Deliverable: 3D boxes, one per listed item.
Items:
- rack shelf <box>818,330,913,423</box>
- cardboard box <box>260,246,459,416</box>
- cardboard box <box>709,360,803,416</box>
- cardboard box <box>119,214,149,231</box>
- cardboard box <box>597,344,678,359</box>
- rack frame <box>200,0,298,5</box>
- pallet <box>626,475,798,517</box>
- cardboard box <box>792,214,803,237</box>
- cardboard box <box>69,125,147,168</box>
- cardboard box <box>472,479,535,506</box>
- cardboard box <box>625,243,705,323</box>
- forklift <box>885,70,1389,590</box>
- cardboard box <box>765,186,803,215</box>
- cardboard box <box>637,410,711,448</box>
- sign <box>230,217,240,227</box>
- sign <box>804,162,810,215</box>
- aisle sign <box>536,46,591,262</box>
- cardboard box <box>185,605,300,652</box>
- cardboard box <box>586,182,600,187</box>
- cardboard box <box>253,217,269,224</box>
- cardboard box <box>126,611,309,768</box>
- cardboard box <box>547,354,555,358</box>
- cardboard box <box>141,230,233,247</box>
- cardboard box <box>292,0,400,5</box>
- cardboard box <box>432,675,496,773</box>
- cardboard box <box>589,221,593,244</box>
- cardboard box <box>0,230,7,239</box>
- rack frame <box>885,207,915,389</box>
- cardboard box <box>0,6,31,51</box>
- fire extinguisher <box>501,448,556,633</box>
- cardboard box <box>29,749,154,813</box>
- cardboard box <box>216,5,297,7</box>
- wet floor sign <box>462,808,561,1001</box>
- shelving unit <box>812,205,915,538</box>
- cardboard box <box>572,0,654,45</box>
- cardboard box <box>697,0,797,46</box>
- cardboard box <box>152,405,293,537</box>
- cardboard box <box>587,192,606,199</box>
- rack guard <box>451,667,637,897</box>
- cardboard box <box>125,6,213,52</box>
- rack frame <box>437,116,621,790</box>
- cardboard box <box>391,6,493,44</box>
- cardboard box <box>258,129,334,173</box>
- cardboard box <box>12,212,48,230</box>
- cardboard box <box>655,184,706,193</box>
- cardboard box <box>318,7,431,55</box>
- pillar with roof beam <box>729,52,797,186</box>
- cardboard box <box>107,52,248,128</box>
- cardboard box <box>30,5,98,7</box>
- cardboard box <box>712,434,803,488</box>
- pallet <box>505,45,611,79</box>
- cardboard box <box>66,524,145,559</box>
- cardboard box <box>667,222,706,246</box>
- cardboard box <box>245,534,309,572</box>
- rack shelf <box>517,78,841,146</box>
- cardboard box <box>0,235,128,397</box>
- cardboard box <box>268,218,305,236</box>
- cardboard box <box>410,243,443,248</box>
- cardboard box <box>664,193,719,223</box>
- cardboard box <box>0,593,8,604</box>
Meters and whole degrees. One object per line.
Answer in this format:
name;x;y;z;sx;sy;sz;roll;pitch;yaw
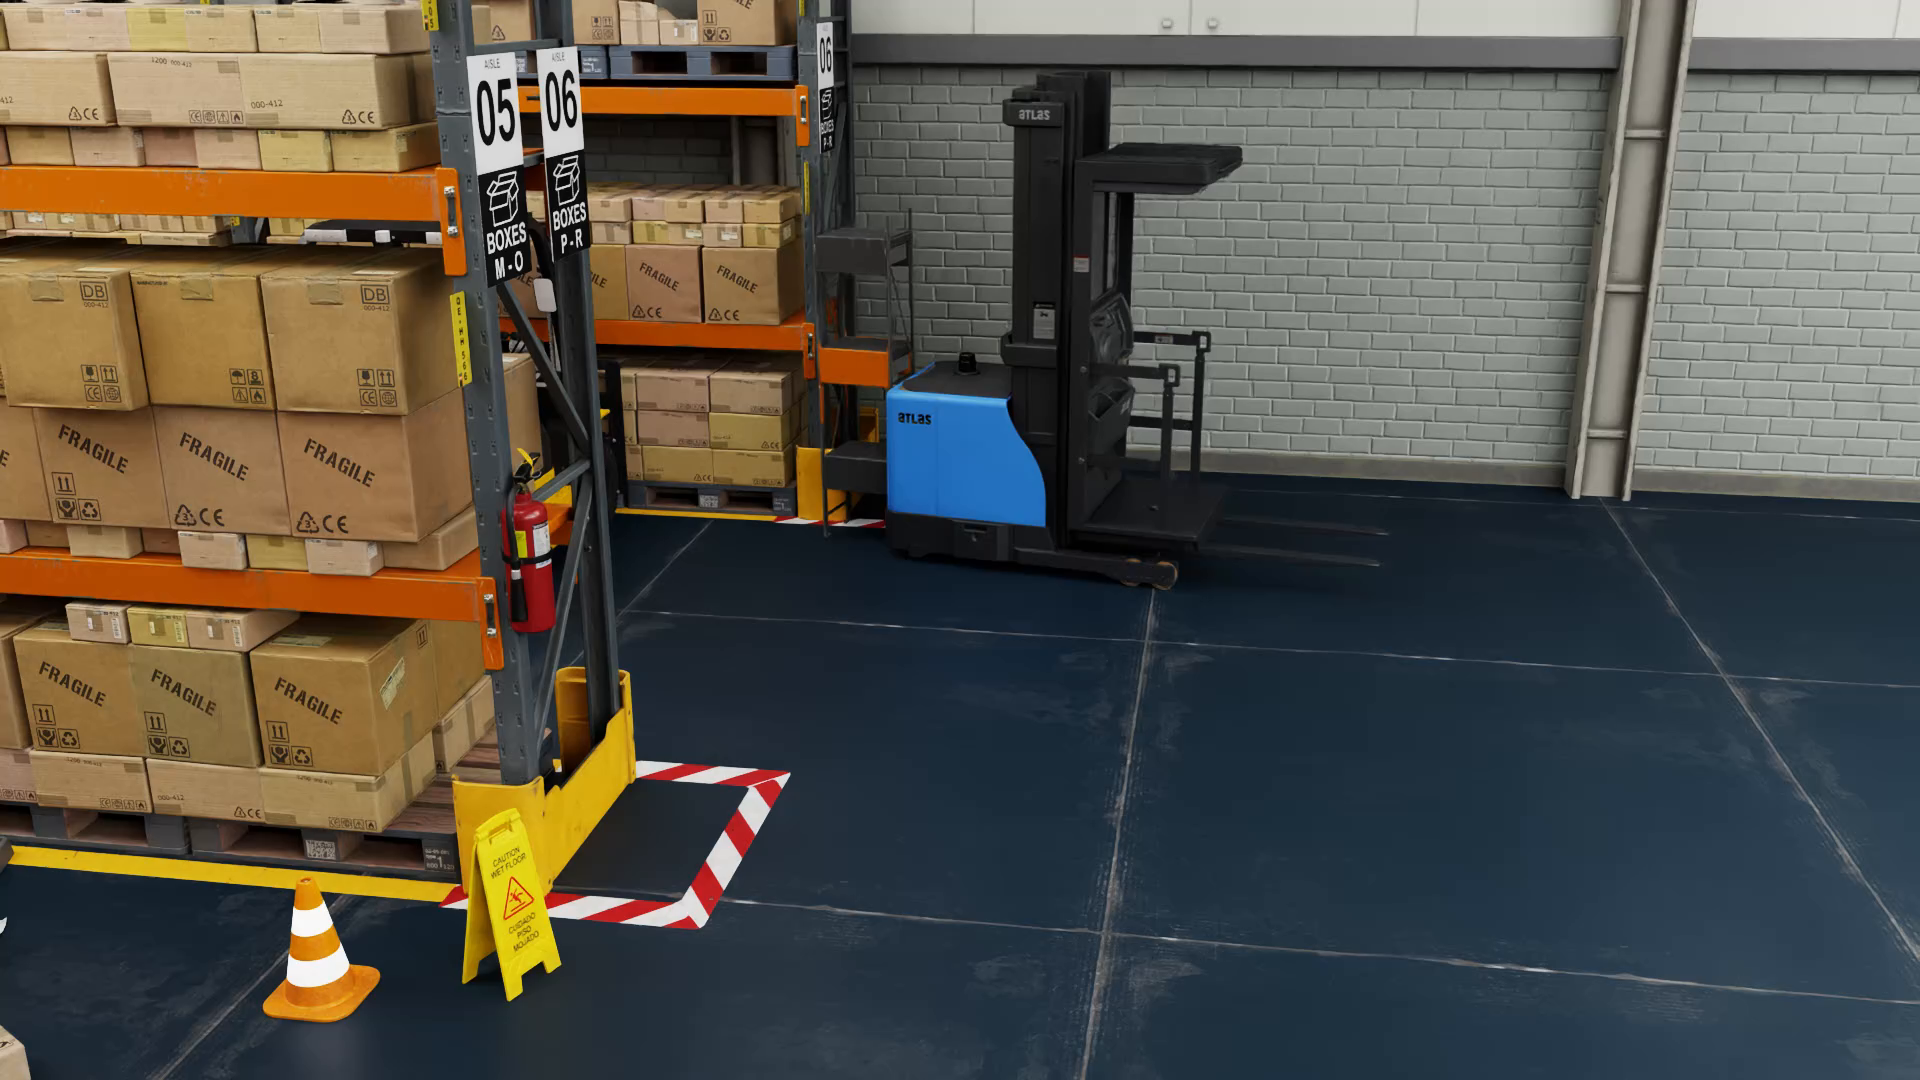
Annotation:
rack shelf;-0.592;-1.031;10.616;0.480;0.518;0.431;6;20;20
cardboard box;-2.192;-0.802;6.272;0.500;0.500;0.700;2;19;7
cardboard box;-1.373;-1.032;11.257;0.500;0.250;0.500;4;19;10
cardboard box;-5.682;-2.278;11.703;0.250;0.149;0.380;3;19;9
cardboard box;-2.299;-1.243;11.887;0.500;0.250;0.500;3;19;8
rack frame;-4.818;-4.784;10.919;0.127;3.000;1.000;3;19;9
pallet;-1.631;-0.441;11.787;1.213;0.211;1.003;3;19;9
cardboard box;-1.163;-2.191;11.444;0.250;0.149;0.380;2;19;7
cardboard box;-3.050;-1.474;6.149;0.250;0.149;0.380;3;19;8
cardboard box;-1.955;-0.145;6.906;0.250;0.149;0.380;3;19;9
cardboard box;-1.907;-1.757;11.168;0.500;0.500;0.500;4;19;10
forklift;1.105;-1.282;10.017;3.031;2.935;1.130;6;19;17
cardboard box;-1.167;-2.318;11.354;0.250;0.149;0.380;3;19;8
cardboard box;-1.893;-0.825;11.425;0.500;0.250;0.500;3;19;8
sign;-4.895;-2.280;11.190;0.005;0.325;0.100;3;19;9
sign;-0.969;-2.230;10.542;0.005;0.325;0.100;3;19;9
aisle sign;-1.542;-1.509;6.489;0.004;0.787;0.394;3;19;9
cardboard box;-2.858;0.303;6.637;0.250;0.149;0.380;3;19;10
cardboard box;-2.689;-2.404;11.613;0.250;0.149;0.380;3;19;9
cardboard box;-5.131;-2.379;12.006;0.250;0.149;0.380;2;19;7
cardboard box;-3.001;0.583;6.823;0.500;0.500;0.500;4;19;11
cardboard box;-2.877;-1.106;11.479;0.500;0.250;0.500;3;19;8
cardboard box;-5.344;-2.050;11.650;0.500;0.250;0.500;3;19;7
cardboard box;-4.036;-3.448;10.973;0.500;0.311;0.500;3;19;10
cardboard box;-2.405;0.795;7.371;0.500;0.250;0.500;3;19;8
cardboard box;-2.526;-2.079;11.110;0.250;0.149;0.380;3;19;9
cardboard box;-6.852;-2.132;11.896;0.500;0.250;0.500;3;19;9
rack frame;-0.364;-1.019;10.529;0.015;2.100;0.400;6;20;20
cardboard box;-3.553;-1.855;6.032;0.250;0.149;0.380;3;19;10
fire extinguisher;-1.613;0.004;6.185;0.183;0.674;0.296;3;19;9
cardboard box;-3.521;0.913;7.019;0.500;0.250;0.500;2;19;7
cardboard box;-2.696;-2.021;6.529;0.250;0.149;0.380;3;19;8
wet floor sign;-1.635;1.279;5.964;0.232;0.644;0.267;10;21;27
shelving unit;-0.592;-1.044;10.612;0.503;2.100;0.431;6;20;20
cardboard box;-2.340;-3.483;10.781;0.500;0.500;0.700;3;19;9
cardboard box;-1.345;-3.400;10.533;0.500;0.500;0.500;4;19;10
cardboard box;-2.726;-0.339;6.461;0.500;0.500;0.500;3;19;9
cardboard box;-2.532;-2.219;11.058;0.250;0.149;0.380;3;19;10
rack guard;-1.728;0.999;7.029;0.348;0.500;1.175;3;19;9
cardboard box;-2.779;-1.849;6.015;0.250;0.149;0.380;3;19;9
rack frame;-1.653;-0.182;6.621;0.127;3.000;1.000;3;19;9
cardboard box;-1.971;-1.946;6.303;0.250;0.149;0.380;3;19;8
cardboard box;-2.300;-1.418;5.983;0.250;0.149;0.380;3;19;9
cardboard box;-6.457;-2.297;11.760;0.250;0.149;0.380;3;19;9
cardboard box;-1.925;-2.367;11.502;0.250;0.149;0.380;3;19;9
cardboard box;-2.033;-1.788;5.833;0.250;0.149;0.380;3;19;9
pillar with roof beam;-2.096;-3.551;7.235;0.400;9.000;9.100;3;19;9
cardboard box;-2.695;-1.646;6.036;0.500;0.250;0.500;3;19;8
cardboard box;-3.469;-2.032;6.561;0.250;0.149;0.380;3;19;10
cardboard box;-1.383;-0.558;11.414;0.500;0.250;0.500;3;19;9
pallet;-2.771;-3.223;11.119;1.213;0.211;1.003;3;19;9
cardboard box;-3.330;-0.058;6.644;0.250;0.149;0.380;3;19;8
cardboard box;-1.759;-2.058;11.047;0.250;0.149;0.380;3;19;10
cardboard box;-2.573;-0.013;6.510;0.250;0.149;0.380;3;19;8
rack shelf;-2.844;-2.920;11.208;4.000;0.370;1.077;3;19;9
cardboard box;-3.680;-0.892;6.540;0.500;0.500;0.700;3;19;8
cardboard box;-4.545;-2.196;11.458;0.250;0.149;0.380;3;19;8
cardboard box;-3.405;-1.836;11.406;0.500;0.500;0.500;3;19;8
cardboard box;-1.767;-2.193;10.982;0.250;0.149;0.380;3;19;10
cardboard box;-4.174;0.235;6.840;0.250;0.149;0.380;4;19;12
